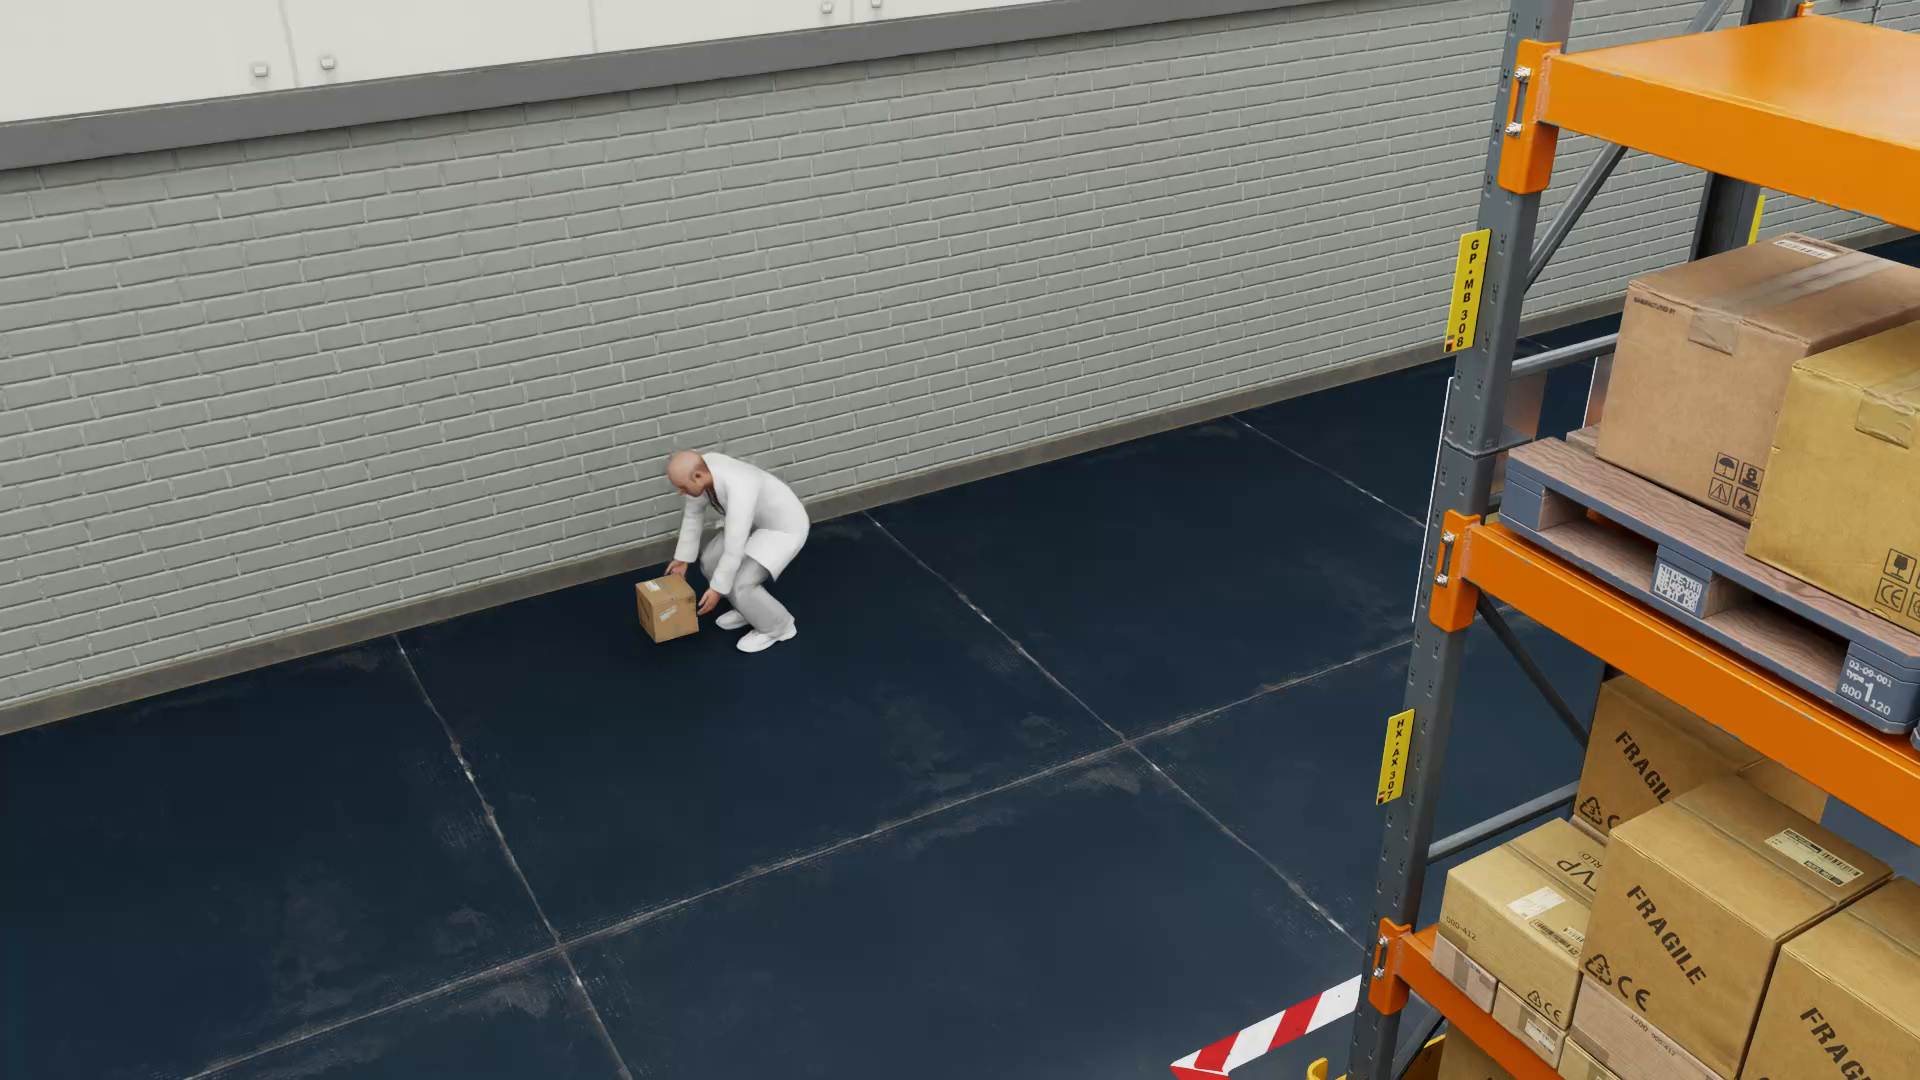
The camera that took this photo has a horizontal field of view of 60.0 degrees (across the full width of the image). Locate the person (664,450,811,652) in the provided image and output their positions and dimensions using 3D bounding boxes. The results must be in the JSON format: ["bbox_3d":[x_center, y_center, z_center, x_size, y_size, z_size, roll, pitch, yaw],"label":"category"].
[{"bbox_3d":[-1.196,0.012,9.134,0.797,1.235,0.632,-16,32,-26],"label":"person"}]
